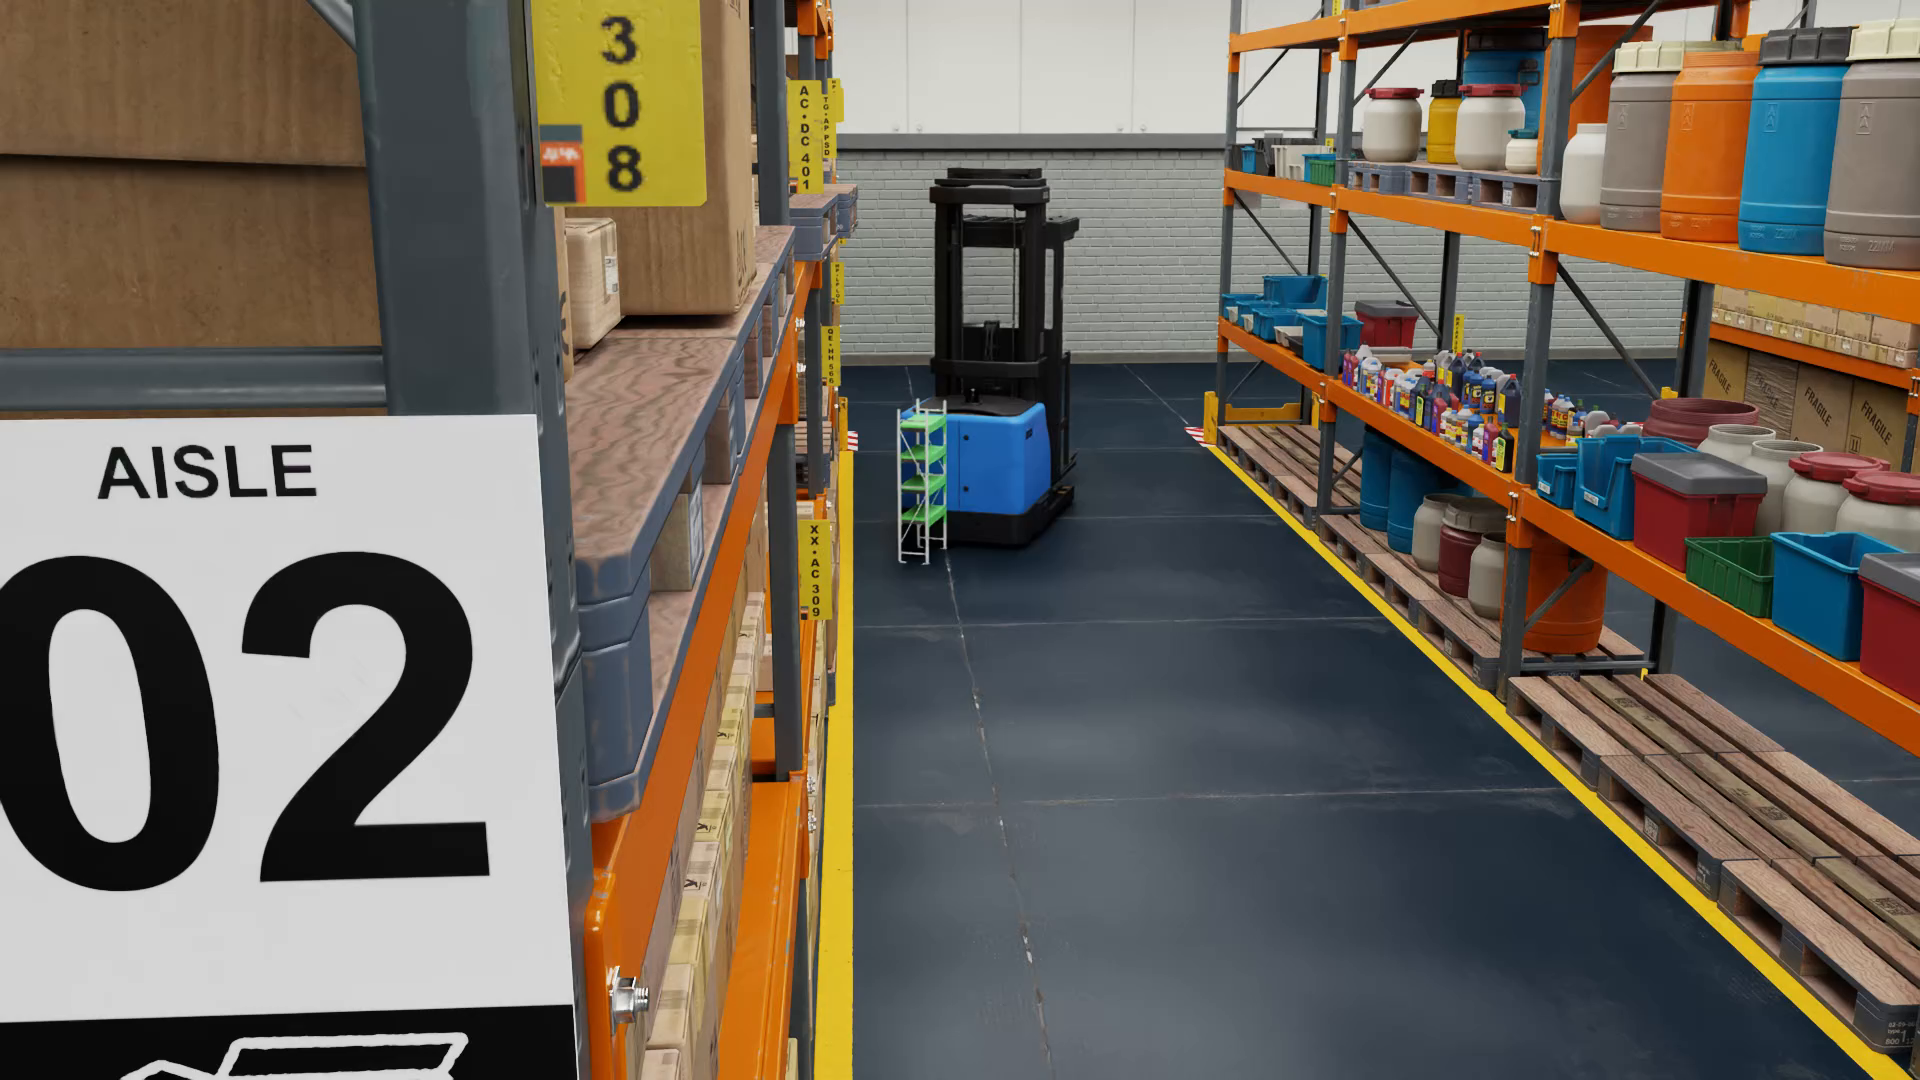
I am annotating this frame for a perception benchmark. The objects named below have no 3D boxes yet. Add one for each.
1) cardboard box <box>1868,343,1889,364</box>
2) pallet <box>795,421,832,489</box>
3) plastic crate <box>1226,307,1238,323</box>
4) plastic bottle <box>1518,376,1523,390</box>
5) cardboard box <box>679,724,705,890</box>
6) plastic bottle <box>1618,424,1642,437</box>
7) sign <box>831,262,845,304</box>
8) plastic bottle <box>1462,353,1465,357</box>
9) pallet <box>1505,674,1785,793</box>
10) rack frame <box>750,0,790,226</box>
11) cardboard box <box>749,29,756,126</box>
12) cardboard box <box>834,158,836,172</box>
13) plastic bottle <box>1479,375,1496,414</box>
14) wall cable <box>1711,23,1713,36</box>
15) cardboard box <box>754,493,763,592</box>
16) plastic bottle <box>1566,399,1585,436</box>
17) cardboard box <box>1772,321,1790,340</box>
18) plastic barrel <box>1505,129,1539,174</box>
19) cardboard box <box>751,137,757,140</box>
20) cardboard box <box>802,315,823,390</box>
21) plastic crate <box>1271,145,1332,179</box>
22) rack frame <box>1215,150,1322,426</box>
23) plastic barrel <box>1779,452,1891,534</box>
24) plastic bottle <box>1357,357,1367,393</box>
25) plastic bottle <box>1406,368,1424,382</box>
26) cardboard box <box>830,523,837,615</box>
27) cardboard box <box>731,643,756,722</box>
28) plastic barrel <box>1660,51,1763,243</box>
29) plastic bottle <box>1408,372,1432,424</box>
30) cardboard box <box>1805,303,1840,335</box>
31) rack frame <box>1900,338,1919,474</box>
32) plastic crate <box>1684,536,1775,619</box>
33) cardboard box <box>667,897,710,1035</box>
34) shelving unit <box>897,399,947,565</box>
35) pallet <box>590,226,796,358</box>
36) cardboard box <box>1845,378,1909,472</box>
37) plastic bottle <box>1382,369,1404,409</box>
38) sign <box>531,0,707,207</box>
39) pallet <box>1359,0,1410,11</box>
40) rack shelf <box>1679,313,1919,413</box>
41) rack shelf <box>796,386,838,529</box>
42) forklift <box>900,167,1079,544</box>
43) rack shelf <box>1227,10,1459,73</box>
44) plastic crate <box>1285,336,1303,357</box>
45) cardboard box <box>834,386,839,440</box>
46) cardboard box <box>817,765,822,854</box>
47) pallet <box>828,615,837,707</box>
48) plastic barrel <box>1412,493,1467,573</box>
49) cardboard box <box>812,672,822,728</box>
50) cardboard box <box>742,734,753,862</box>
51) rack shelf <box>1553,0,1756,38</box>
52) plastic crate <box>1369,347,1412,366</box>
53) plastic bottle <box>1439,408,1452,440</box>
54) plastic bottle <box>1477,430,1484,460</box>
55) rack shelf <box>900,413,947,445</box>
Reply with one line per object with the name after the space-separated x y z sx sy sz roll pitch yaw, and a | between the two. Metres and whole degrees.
8.020 -1.593 14.203 0.380 0.149 0.250 -1 14 -2 | cardboard box
-1.370 -0.508 9.865 1.213 0.211 1.003 -1 14 -3 | pallet
2.815 -2.252 16.669 0.250 0.136 0.298 -1 14 -3 | plastic crate
3.890 -0.982 11.423 0.144 0.351 0.185 -1 14 -3 | plastic bottle
-0.883 0.370 3.266 0.700 0.500 0.500 -1 14 -3 | cardboard box
3.982 -0.561 9.937 0.152 0.276 0.135 -1 14 -3 | plastic bottle
-0.952 -1.998 12.949 0.100 0.325 0.005 -1 14 -3 | sign
3.845 -1.297 12.782 0.061 0.283 0.133 -1 14 -3 | plastic bottle
3.696 1.035 9.080 1.003 0.211 1.213 -1 14 -3 | pallet
-1.010 -2.344 4.576 1.000 3.000 0.127 -1 14 -3 | rack frame
-1.278 -2.527 9.102 0.500 0.500 0.500 -1 14 -3 | cardboard box
-1.458 -3.679 16.087 0.500 0.250 0.500 -1 14 -3 | cardboard box
3.739 -1.034 11.784 0.097 0.271 0.097 0 14 0 | plastic bottle
11.224 -8.498 22.038 2.277 5.999 0.120 -1 14 -3 | wall cable
-1.105 0.066 7.048 0.500 0.500 0.500 -1 14 -3 | cardboard box
3.976 -0.771 10.739 0.061 0.283 0.133 -1 14 -3 | plastic bottle
7.923 -1.977 15.696 0.380 0.149 0.250 -1 14 -5 | cardboard box
3.474 -2.362 10.103 0.301 0.262 0.301 0 14 0 | plastic barrel
-1.099 -1.632 7.289 0.500 0.250 0.500 -1 14 -5 | cardboard box
-1.335 -1.241 11.288 0.700 0.500 0.500 -5 15 -18 | cardboard box
3.020 -3.338 14.697 0.437 0.282 0.530 -1 14 -3 | plastic crate
3.191 -2.498 17.217 1.000 3.000 0.127 -1 14 -3 | rack frame
4.021 -0.111 7.666 0.433 0.535 0.433 0 14 0 | plastic barrel
3.075 -1.258 12.653 0.097 0.271 0.097 0 14 0 | plastic bottle
3.296 -1.095 12.010 0.152 0.276 0.135 -1 14 -3 | plastic bottle
-1.065 0.192 10.895 0.500 0.500 0.500 -1 14 -4 | cardboard box
-0.747 0.390 4.489 0.380 0.149 0.250 -1 14 -5 | cardboard box
3.561 -1.799 7.618 0.600 0.830 0.708 -1 14 -3 | plastic barrel
3.177 -0.983 11.424 0.144 0.351 0.185 -1 14 -3 | plastic bottle
8.026 -2.013 15.034 0.500 0.250 0.500 -1 14 -2 | cardboard box
8.382 -1.580 13.647 1.000 3.000 0.127 -1 14 -3 | rack frame
3.545 0.160 7.310 0.450 0.188 0.662 -1 14 -3 | plastic crate
-0.653 0.773 3.001 0.380 0.149 0.250 -1 14 -4 | cardboard box
-0.291 -0.455 12.885 0.258 1.200 0.503 4 15 15 | shelving unit
-0.931 -0.636 4.138 1.003 0.211 1.213 -1 14 -3 | pallet
8.421 -0.920 14.503 0.875 0.875 0.875 -1 14 -3 | cardboard box
3.144 -1.092 12.000 0.152 0.276 0.135 -1 14 -3 | plastic bottle
-0.208 -0.365 0.993 0.100 0.325 0.005 -1 14 -3 | sign
3.520 -3.918 11.878 1.003 0.211 1.213 -1 14 -3 | pallet
8.258 -1.729 15.670 1.077 0.370 4.000 -1 14 -3 | rack shelf
-1.382 -0.582 11.213 1.077 0.370 4.000 -1 14 -3 | rack shelf
0.390 -1.707 14.277 1.130 2.935 3.031 4 15 15 | forklift
3.315 -4.364 14.675 1.077 0.370 4.000 -1 14 -3 | rack shelf
3.101 -1.674 14.443 0.437 0.125 0.590 -1 14 -3 | plastic crate
-1.474 -1.294 16.669 0.500 0.500 0.500 -1 14 -3 | cardboard box
-0.883 1.203 7.505 0.500 0.250 0.500 -1 14 -2 | cardboard box
-1.266 0.731 10.262 1.003 0.211 1.213 -1 14 -3 | pallet
3.445 -0.049 11.846 0.421 0.512 0.421 0 14 0 | plastic barrel
-0.912 0.805 7.929 0.500 0.311 0.500 -1 14 -4 | cardboard box
-0.976 0.623 4.883 0.700 0.500 0.500 -1 14 -5 | cardboard box
3.810 -2.375 6.943 1.077 0.370 4.000 -1 14 -3 | rack shelf
3.552 -1.523 13.834 0.396 0.136 0.243 -1 14 -3 | plastic crate
3.190 -0.762 10.868 0.097 0.201 0.097 0 14 0 | plastic bottle
3.232 -0.593 10.210 0.097 0.201 0.097 0 14 0 | plastic bottle
-0.291 -0.858 12.782 0.258 0.148 0.480 4 15 15 | rack shelf
